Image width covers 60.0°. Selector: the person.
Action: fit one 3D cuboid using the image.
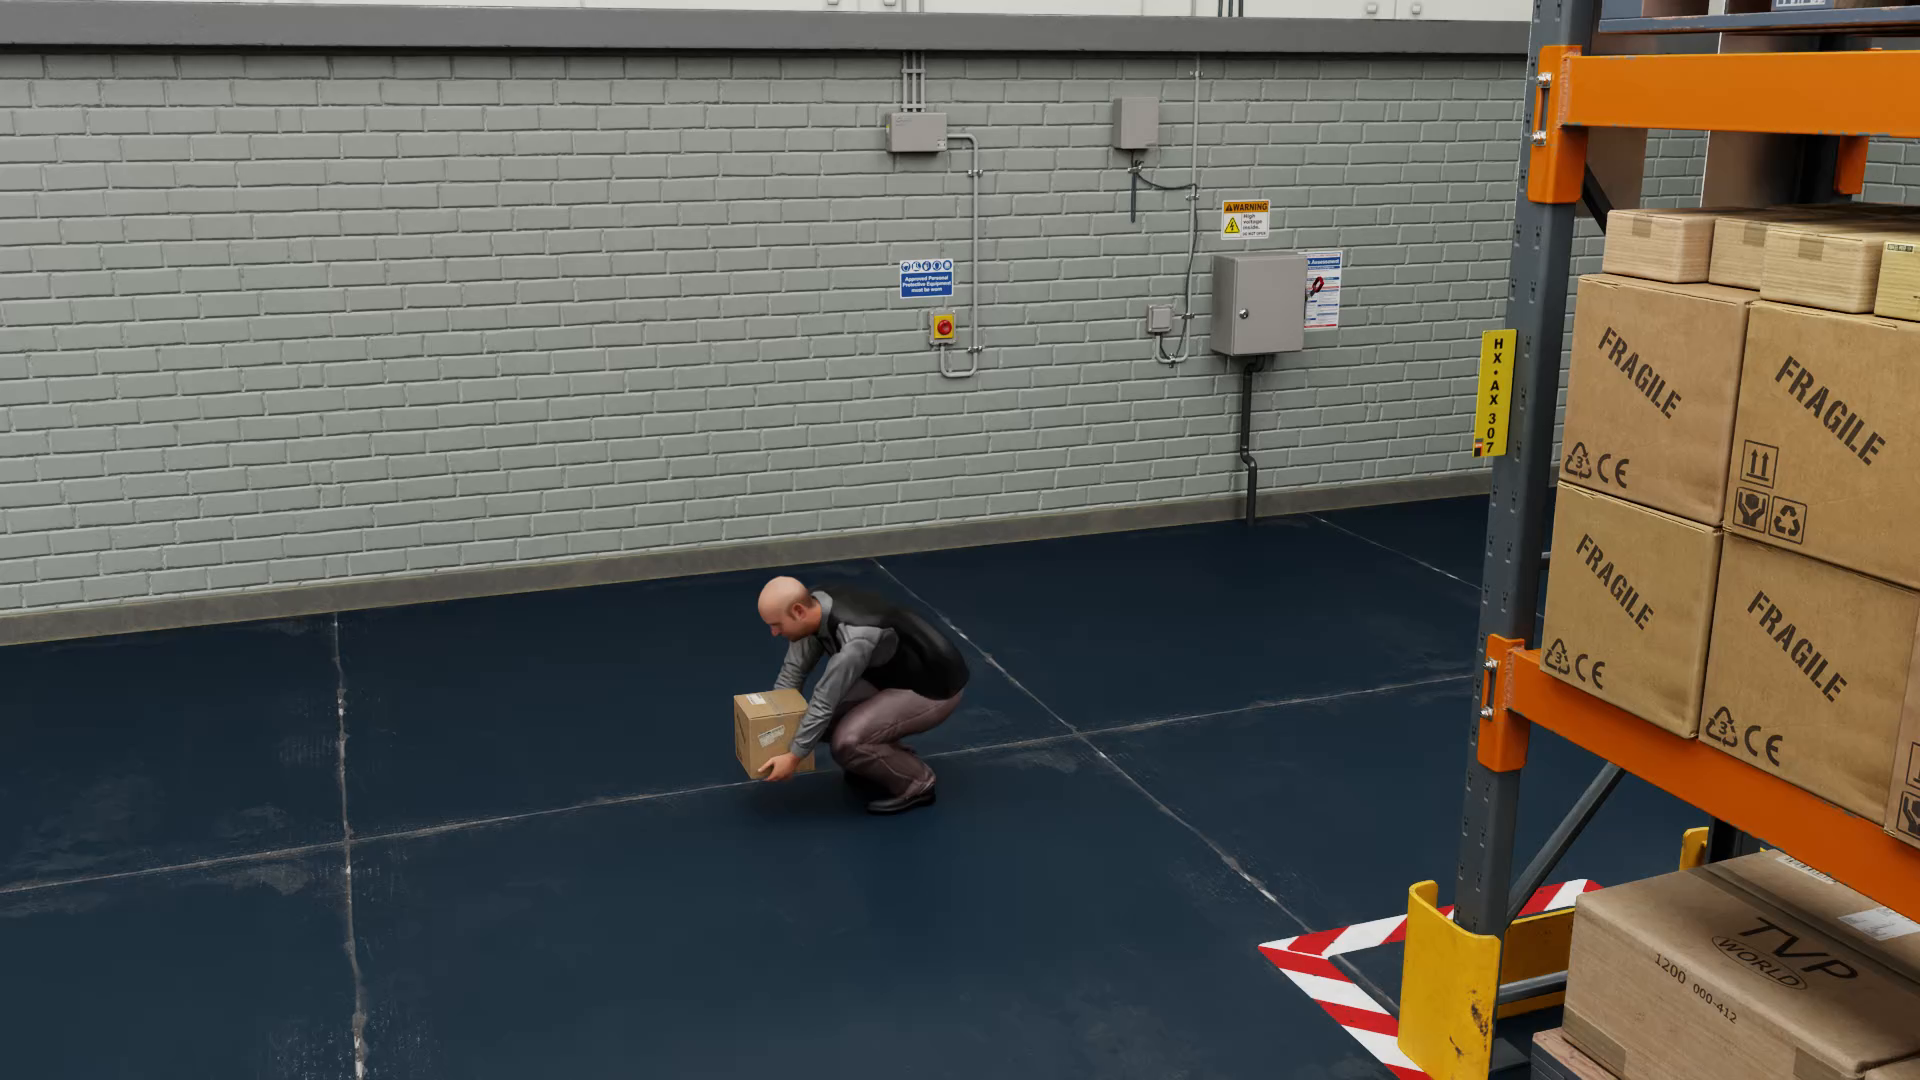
[{"bbox_3d":[-0.400,0.570,6.466,0.876,0.960,0.516,-6,17,-21],"label":"person"}]
